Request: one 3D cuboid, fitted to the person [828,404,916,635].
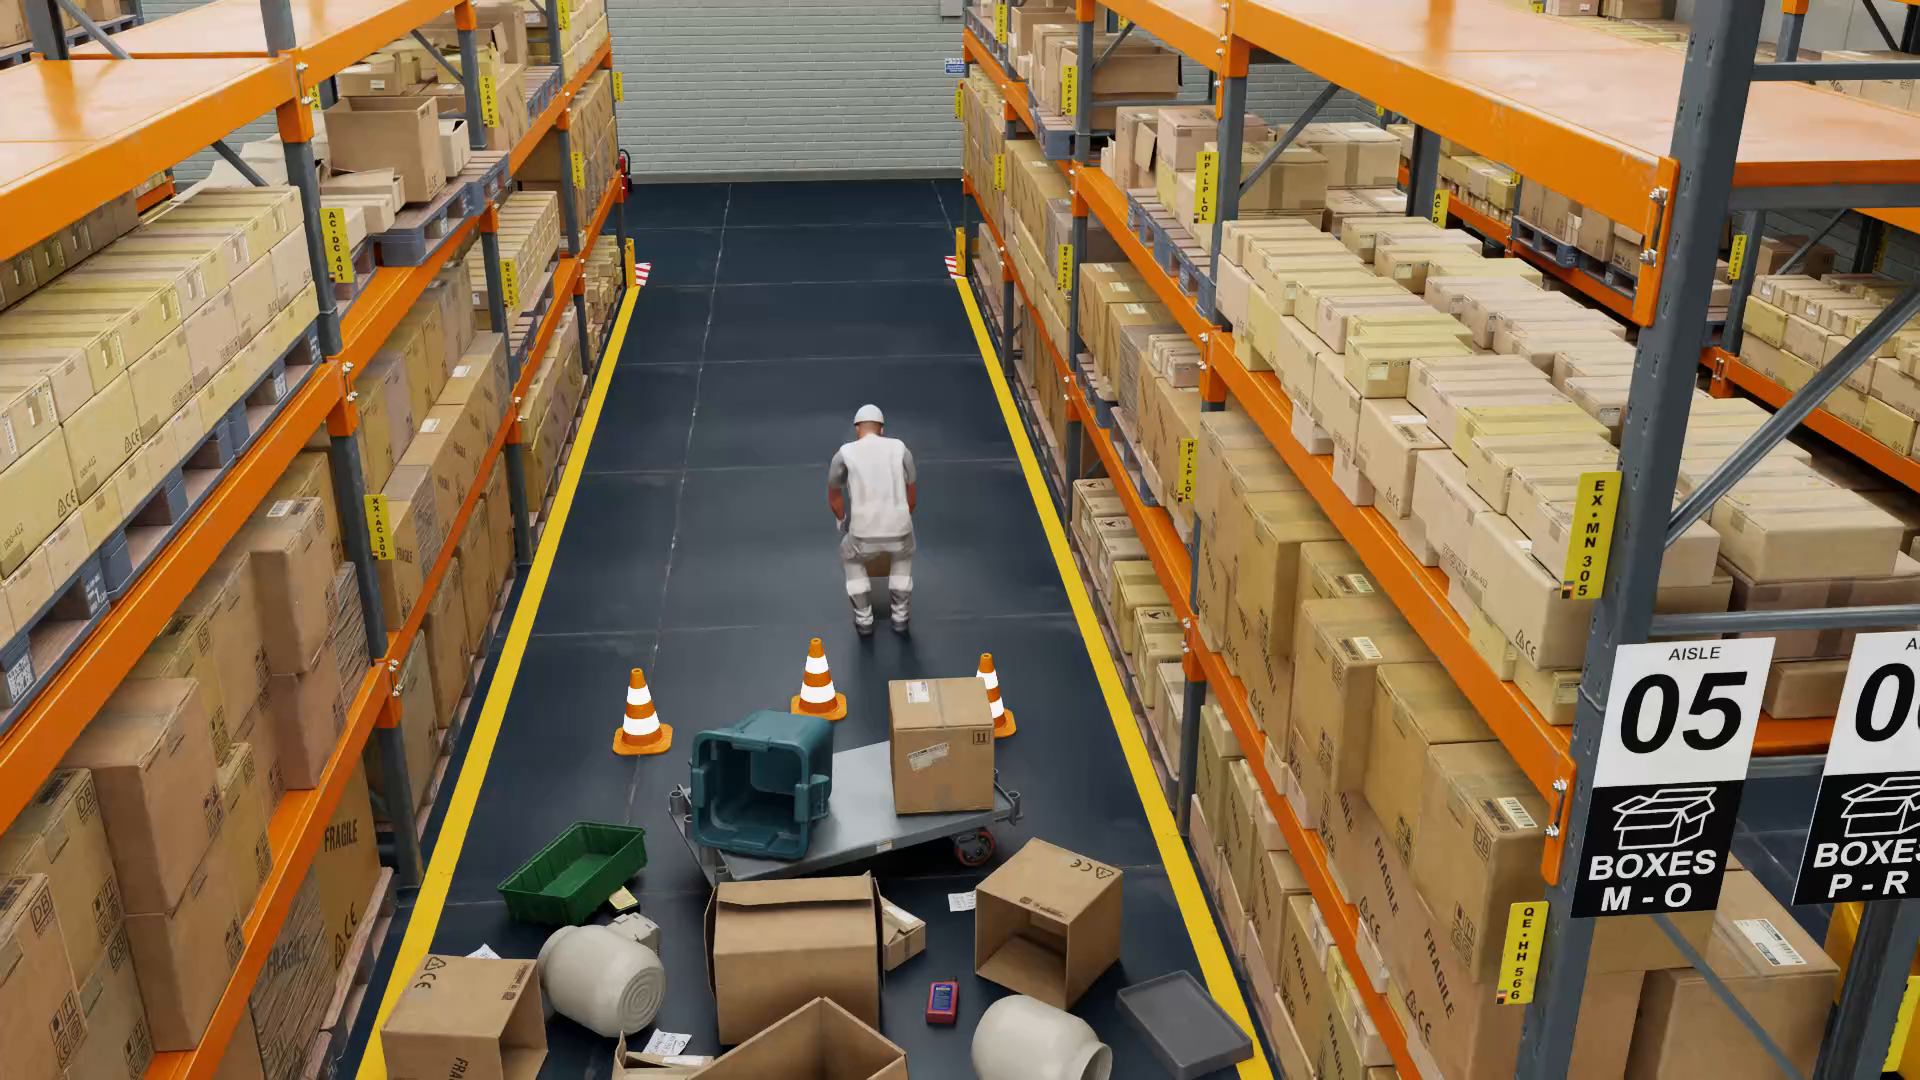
[{"bbox_3d":[-0.572,-0.117,10.968,0.582,1.472,0.730,-2,24,-5],"label":"person"}]
